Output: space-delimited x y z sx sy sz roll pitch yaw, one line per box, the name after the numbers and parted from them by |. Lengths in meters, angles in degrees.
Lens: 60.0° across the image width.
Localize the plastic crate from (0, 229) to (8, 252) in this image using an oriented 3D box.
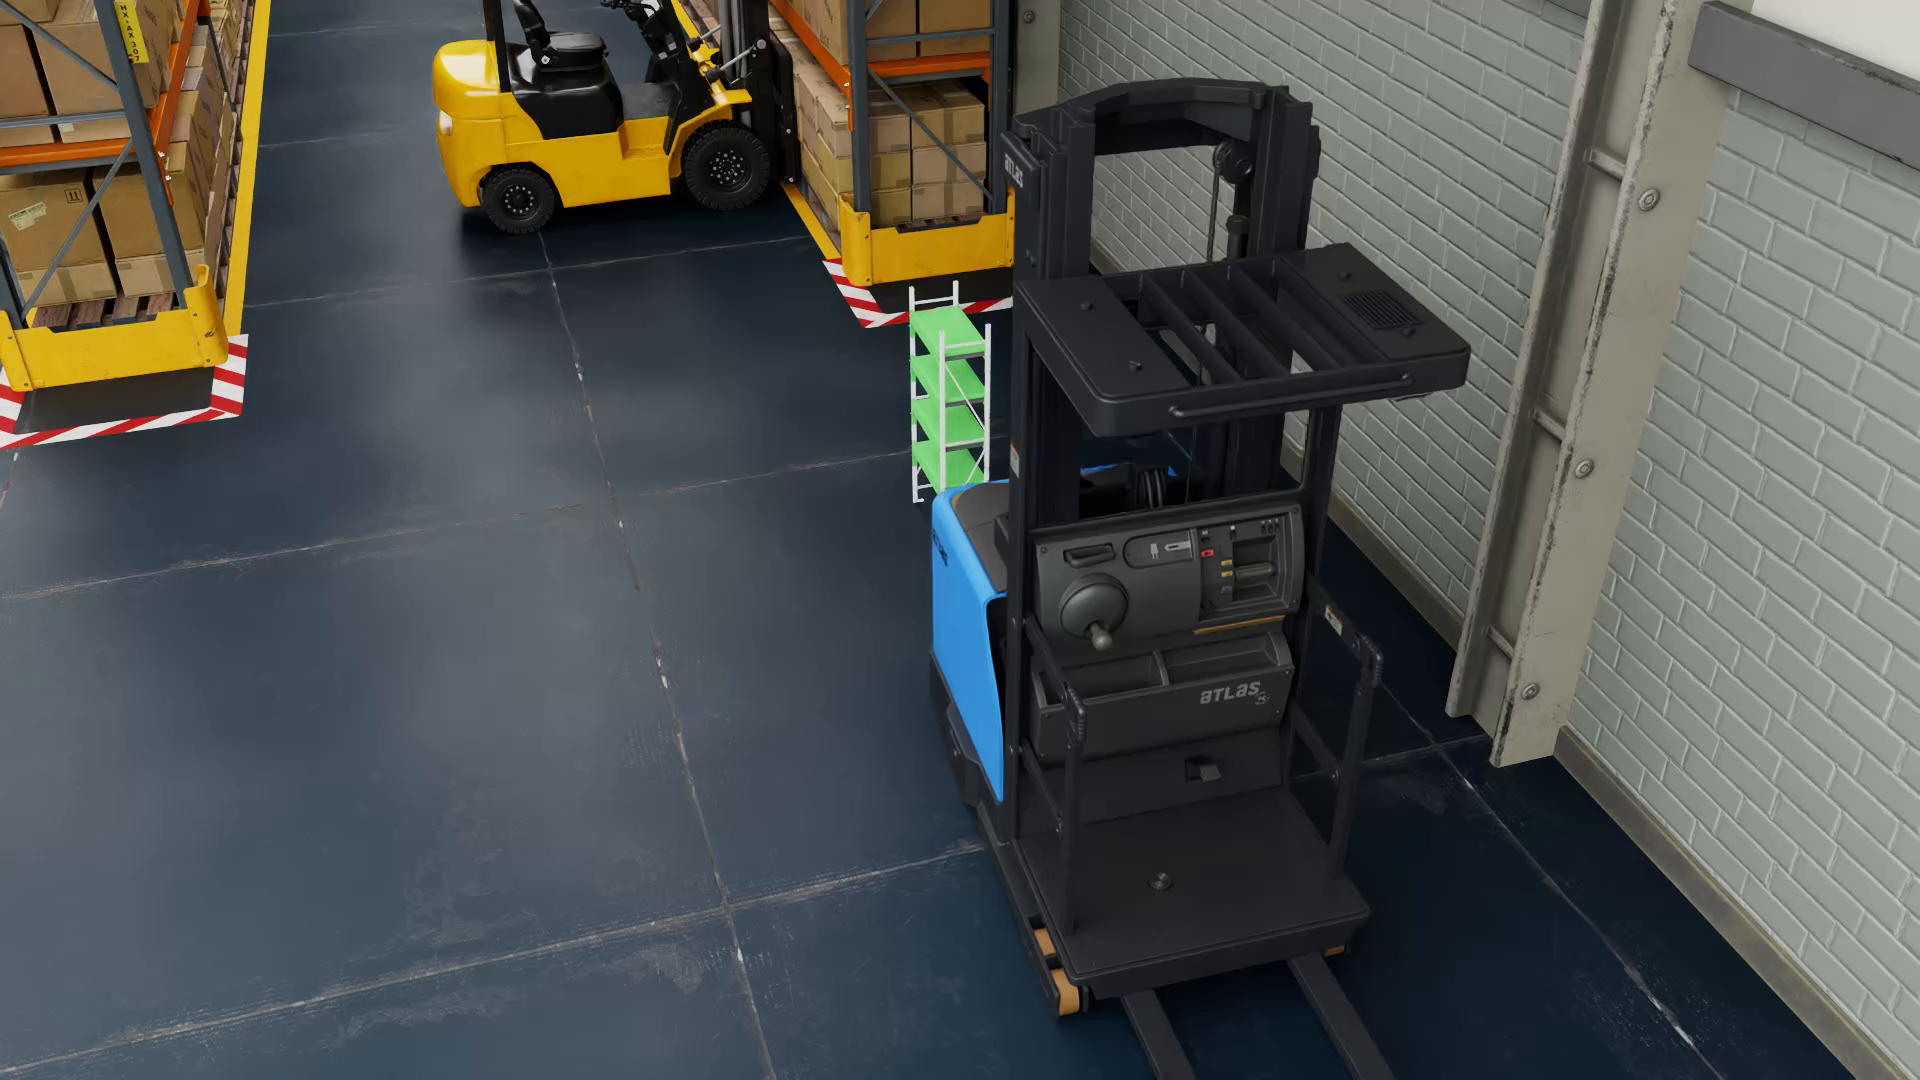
-6.437 -2.161 11.448 0.402 0.080 0.583 -23 40 -31 | plastic crate

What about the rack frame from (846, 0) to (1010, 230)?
-0.189 -3.078 10.187 1.000 3.000 0.127 -10 35 -15 | rack frame

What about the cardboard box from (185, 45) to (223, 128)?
-5.542 -3.150 11.729 0.500 0.500 0.500 -9 35 -14 | cardboard box

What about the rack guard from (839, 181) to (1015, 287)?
-0.182 -2.022 10.857 1.175 0.500 0.348 -10 35 -15 | rack guard

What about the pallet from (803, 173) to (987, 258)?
-0.462 -2.309 11.553 1.003 0.211 1.213 -10 35 -15 | pallet

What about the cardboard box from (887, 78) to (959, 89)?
-0.311 -3.069 11.380 0.500 0.250 0.500 -10 35 -15 | cardboard box

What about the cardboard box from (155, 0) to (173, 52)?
-5.113 -3.241 10.073 0.500 0.500 0.500 -11 35 -16 | cardboard box

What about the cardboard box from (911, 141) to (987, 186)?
-0.135 -2.596 11.118 0.500 0.250 0.500 -9 35 -14 | cardboard box

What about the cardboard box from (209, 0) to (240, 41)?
-6.734 -4.437 14.246 0.950 0.372 0.625 -9 34 -13 | cardboard box

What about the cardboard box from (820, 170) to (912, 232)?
-0.633 -2.299 11.122 0.500 0.250 0.500 -10 35 -14 | cardboard box

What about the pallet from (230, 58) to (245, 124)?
-6.374 -3.586 13.486 1.003 0.211 1.213 -10 35 -15 | pallet

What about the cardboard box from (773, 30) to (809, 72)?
-1.099 -3.510 12.047 0.500 0.250 0.500 -11 35 -16 | cardboard box

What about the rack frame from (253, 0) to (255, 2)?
-7.355 -6.441 15.277 1.000 3.000 0.127 -10 35 -15 | rack frame

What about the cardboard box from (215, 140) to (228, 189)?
-5.376 -2.558 11.514 0.500 0.250 0.500 -9 35 -14 | cardboard box

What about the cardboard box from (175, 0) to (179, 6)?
-5.437 -3.775 10.881 0.500 0.500 0.500 -9 35 -13 | cardboard box

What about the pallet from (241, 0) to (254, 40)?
-7.118 -4.867 15.425 1.003 0.211 1.213 -10 35 -15 | pallet

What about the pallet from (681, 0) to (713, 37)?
-2.047 -5.036 15.680 1.003 0.211 1.213 -10 35 -15 | pallet

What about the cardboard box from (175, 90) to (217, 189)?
-5.214 -2.603 10.901 0.500 0.500 0.500 -9 35 -14 | cardboard box

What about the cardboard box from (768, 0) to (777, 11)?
-1.414 -4.046 12.859 0.500 0.250 0.500 -10 35 -15 | cardboard box

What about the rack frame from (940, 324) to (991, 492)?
0.024 -0.459 7.857 0.240 1.200 0.015 -10 35 -15 | rack frame

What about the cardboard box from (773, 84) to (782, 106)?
-1.105 -3.313 12.203 0.500 0.250 0.500 -10 35 -15 | cardboard box

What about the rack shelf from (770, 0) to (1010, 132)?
-0.799 -3.828 11.974 1.077 0.370 4.000 -10 35 -15 | rack shelf

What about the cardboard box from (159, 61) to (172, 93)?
-4.949 -2.774 9.954 0.380 0.149 0.250 -9 35 -14 | cardboard box

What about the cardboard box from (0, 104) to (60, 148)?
-5.233 -2.297 9.233 0.380 0.149 0.250 -9 34 -13 | cardboard box

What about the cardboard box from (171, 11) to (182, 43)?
-5.271 -3.318 10.778 0.380 0.149 0.250 -10 35 -14 | cardboard box

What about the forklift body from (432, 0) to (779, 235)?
-2.505 -3.413 11.463 2.313 2.155 1.214 -10 35 -15 | forklift body

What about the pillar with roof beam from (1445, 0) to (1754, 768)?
-1.813 -2.224 3.453 9.100 9.000 0.400 -10 35 -15 | pillar with roof beam

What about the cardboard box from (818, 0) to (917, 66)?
-0.589 -3.334 10.484 0.500 0.500 0.500 -11 35 -16 | cardboard box

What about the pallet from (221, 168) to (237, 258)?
-5.521 -2.190 11.372 1.003 0.211 1.213 -10 35 -15 | pallet

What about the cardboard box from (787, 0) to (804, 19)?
-0.895 -3.877 11.305 0.500 0.500 0.500 -11 35 -16 | cardboard box

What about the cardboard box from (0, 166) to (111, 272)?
-5.408 -1.959 9.927 0.500 0.500 0.500 -10 35 -14 | cardboard box

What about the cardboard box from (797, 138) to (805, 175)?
-0.920 -2.826 11.919 0.500 0.250 0.500 -10 35 -14 | cardboard box

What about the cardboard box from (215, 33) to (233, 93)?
-6.297 -3.695 13.124 0.950 0.372 0.625 -10 35 -14 | cardboard box

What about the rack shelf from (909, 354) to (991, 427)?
-0.051 -0.734 7.954 0.258 0.148 0.480 -10 35 -15 | rack shelf

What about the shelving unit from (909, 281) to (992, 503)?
-0.051 -0.587 8.051 0.258 1.200 0.503 -10 35 -15 | shelving unit

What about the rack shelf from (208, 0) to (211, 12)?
-6.745 -5.091 13.886 1.077 0.370 4.000 -10 35 -15 | rack shelf

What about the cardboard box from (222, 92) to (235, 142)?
-5.699 -3.104 12.340 0.500 0.250 0.500 -8 34 -13 | cardboard box

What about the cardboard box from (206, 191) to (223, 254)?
-5.046 -2.008 10.682 0.500 0.250 0.500 -9 34 -13 | cardboard box

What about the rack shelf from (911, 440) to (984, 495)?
-0.051 -0.334 8.218 0.258 0.148 0.480 -10 35 -15 | rack shelf

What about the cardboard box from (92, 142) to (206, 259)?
-4.905 -2.064 10.086 0.500 0.500 0.500 -11 35 -16 | cardboard box

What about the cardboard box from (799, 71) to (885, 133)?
-0.788 -2.979 11.244 0.500 0.250 0.500 -9 35 -14 | cardboard box

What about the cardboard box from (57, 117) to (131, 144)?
-4.821 -2.349 9.313 0.380 0.149 0.250 -10 35 -15 | cardboard box

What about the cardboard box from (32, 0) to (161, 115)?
-4.795 -2.702 9.258 0.500 0.500 0.500 -11 35 -15 | cardboard box

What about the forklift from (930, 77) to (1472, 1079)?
0.760 0.180 5.319 1.130 2.935 3.031 -9 34 -13 | forklift

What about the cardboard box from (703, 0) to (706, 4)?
-2.040 -5.438 15.531 0.875 0.625 0.625 -11 35 -17 | cardboard box

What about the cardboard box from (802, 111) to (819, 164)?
-0.778 -2.783 11.400 0.500 0.250 0.500 -10 35 -15 | cardboard box
